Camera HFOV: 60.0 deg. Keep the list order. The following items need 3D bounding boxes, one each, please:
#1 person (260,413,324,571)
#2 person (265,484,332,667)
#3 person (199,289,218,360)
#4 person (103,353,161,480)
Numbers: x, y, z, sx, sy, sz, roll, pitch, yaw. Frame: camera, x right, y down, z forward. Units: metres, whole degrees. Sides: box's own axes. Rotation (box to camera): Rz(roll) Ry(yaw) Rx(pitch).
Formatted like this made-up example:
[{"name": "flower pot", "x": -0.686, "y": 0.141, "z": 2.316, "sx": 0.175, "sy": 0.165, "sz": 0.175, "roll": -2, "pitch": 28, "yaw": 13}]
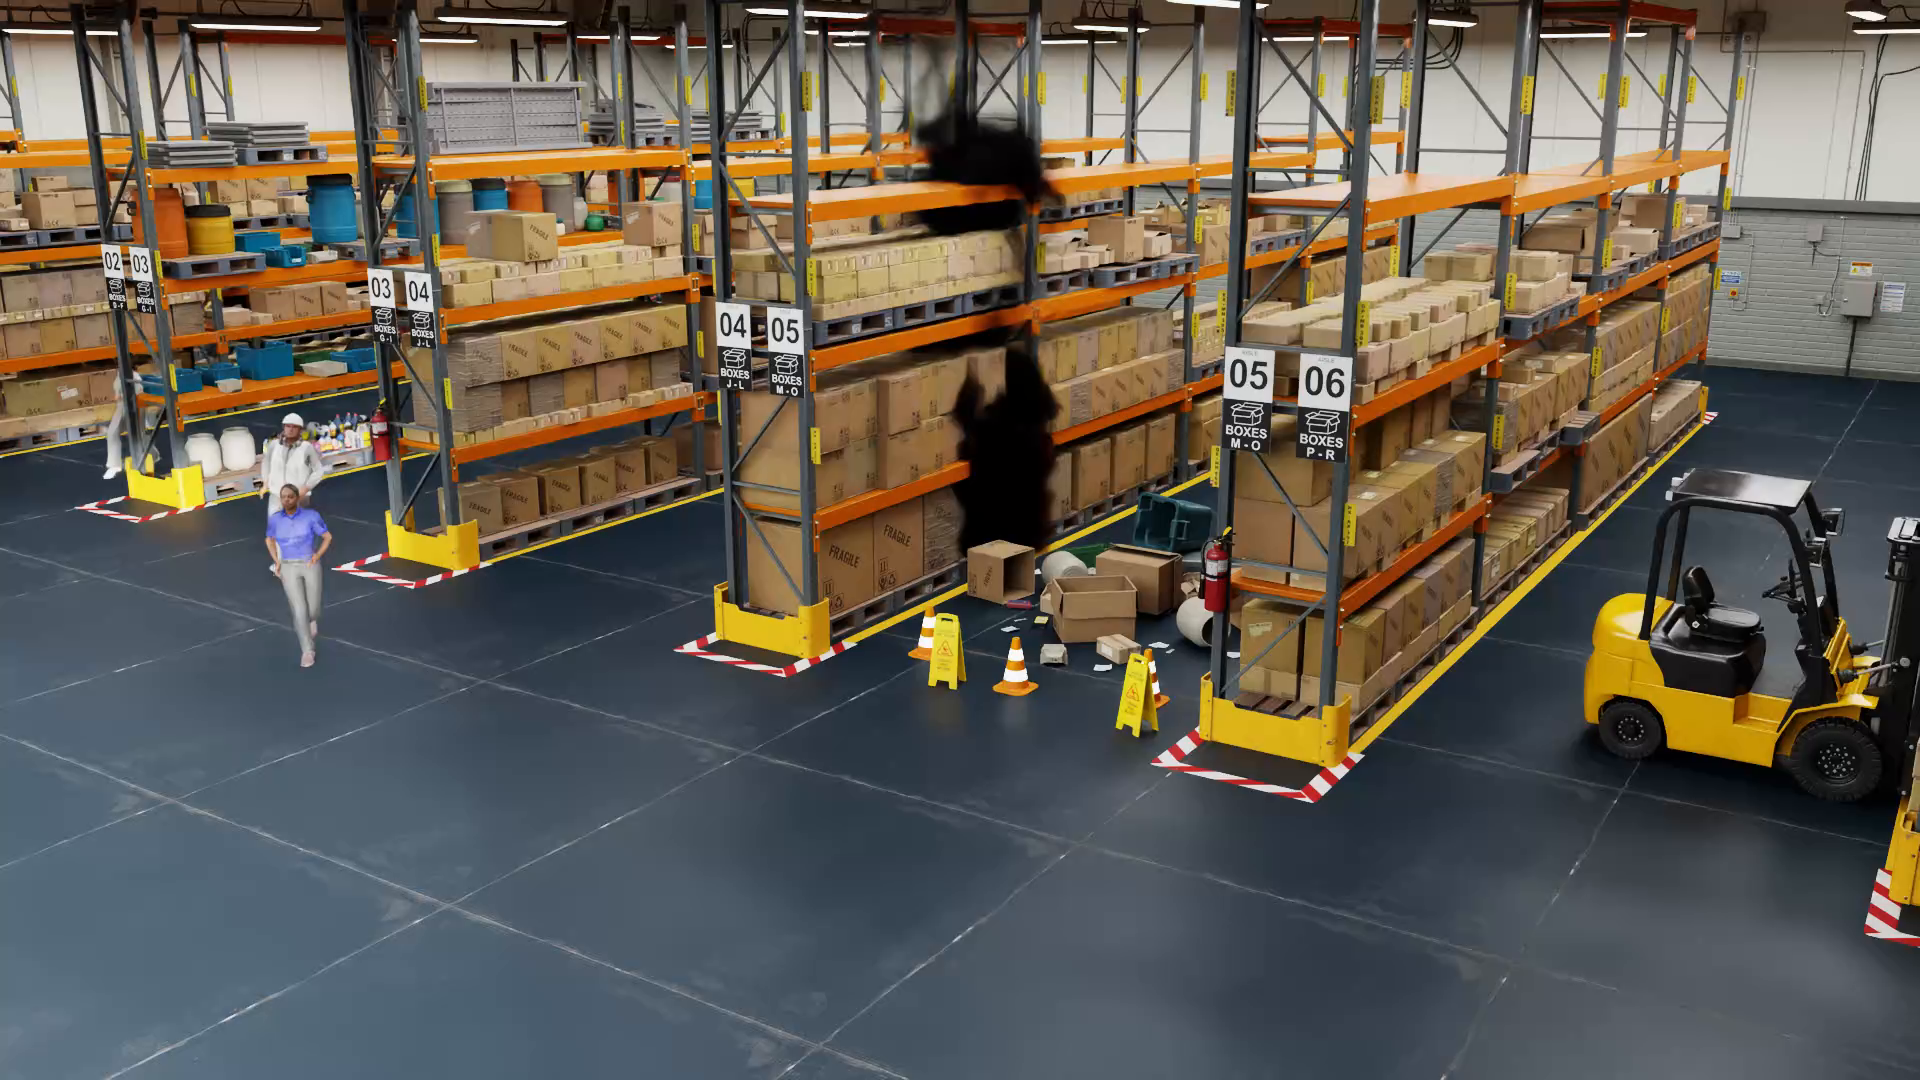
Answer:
[{"name": "person", "x": -7.197, "y": -0.511, "z": 17.895, "sx": 0.684, "sy": 1.699, "sz": 0.526, "roll": -1, "pitch": 16, "yaw": -4}, {"name": "person", "x": -6.023, "y": 0.288, "z": 15.210, "sx": 0.576, "sy": 1.638, "sz": 0.707, "roll": -5, "pitch": 16, "yaw": -16}, {"name": "person", "x": -12.724, "y": -3.480, "z": 28.329, "sx": 0.701, "sy": 1.750, "sz": 0.981, "roll": 10, "pitch": 19, "yaw": 32}, {"name": "person", "x": -11.037, "y": -1.686, "z": 22.217, "sx": 0.588, "sy": 1.694, "sz": 0.826, "roll": 5, "pitch": 16, "yaw": 18}]
